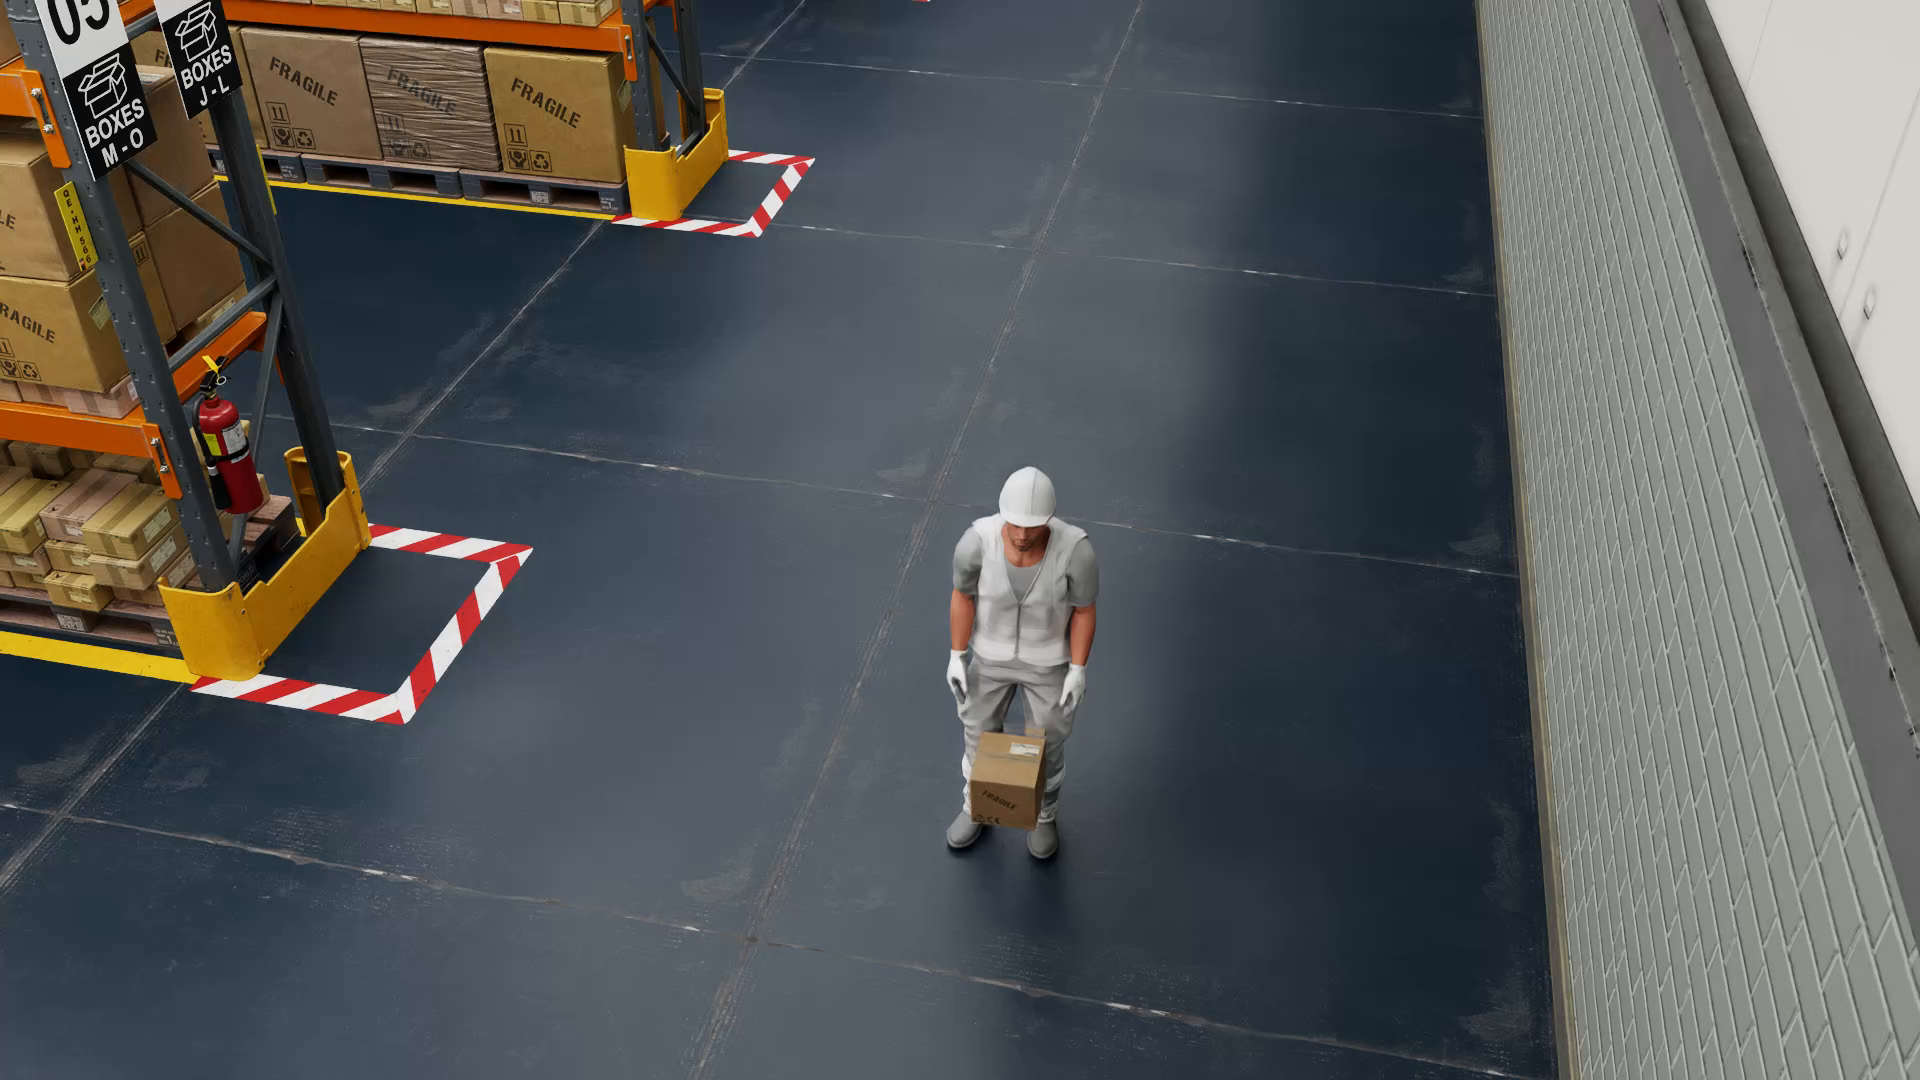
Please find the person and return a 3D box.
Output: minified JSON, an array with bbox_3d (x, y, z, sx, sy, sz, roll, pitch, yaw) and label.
[{"bbox_3d":[0.232,0.460,6.321,0.553,1.785,0.417,6,37,9],"label":"person"}]
